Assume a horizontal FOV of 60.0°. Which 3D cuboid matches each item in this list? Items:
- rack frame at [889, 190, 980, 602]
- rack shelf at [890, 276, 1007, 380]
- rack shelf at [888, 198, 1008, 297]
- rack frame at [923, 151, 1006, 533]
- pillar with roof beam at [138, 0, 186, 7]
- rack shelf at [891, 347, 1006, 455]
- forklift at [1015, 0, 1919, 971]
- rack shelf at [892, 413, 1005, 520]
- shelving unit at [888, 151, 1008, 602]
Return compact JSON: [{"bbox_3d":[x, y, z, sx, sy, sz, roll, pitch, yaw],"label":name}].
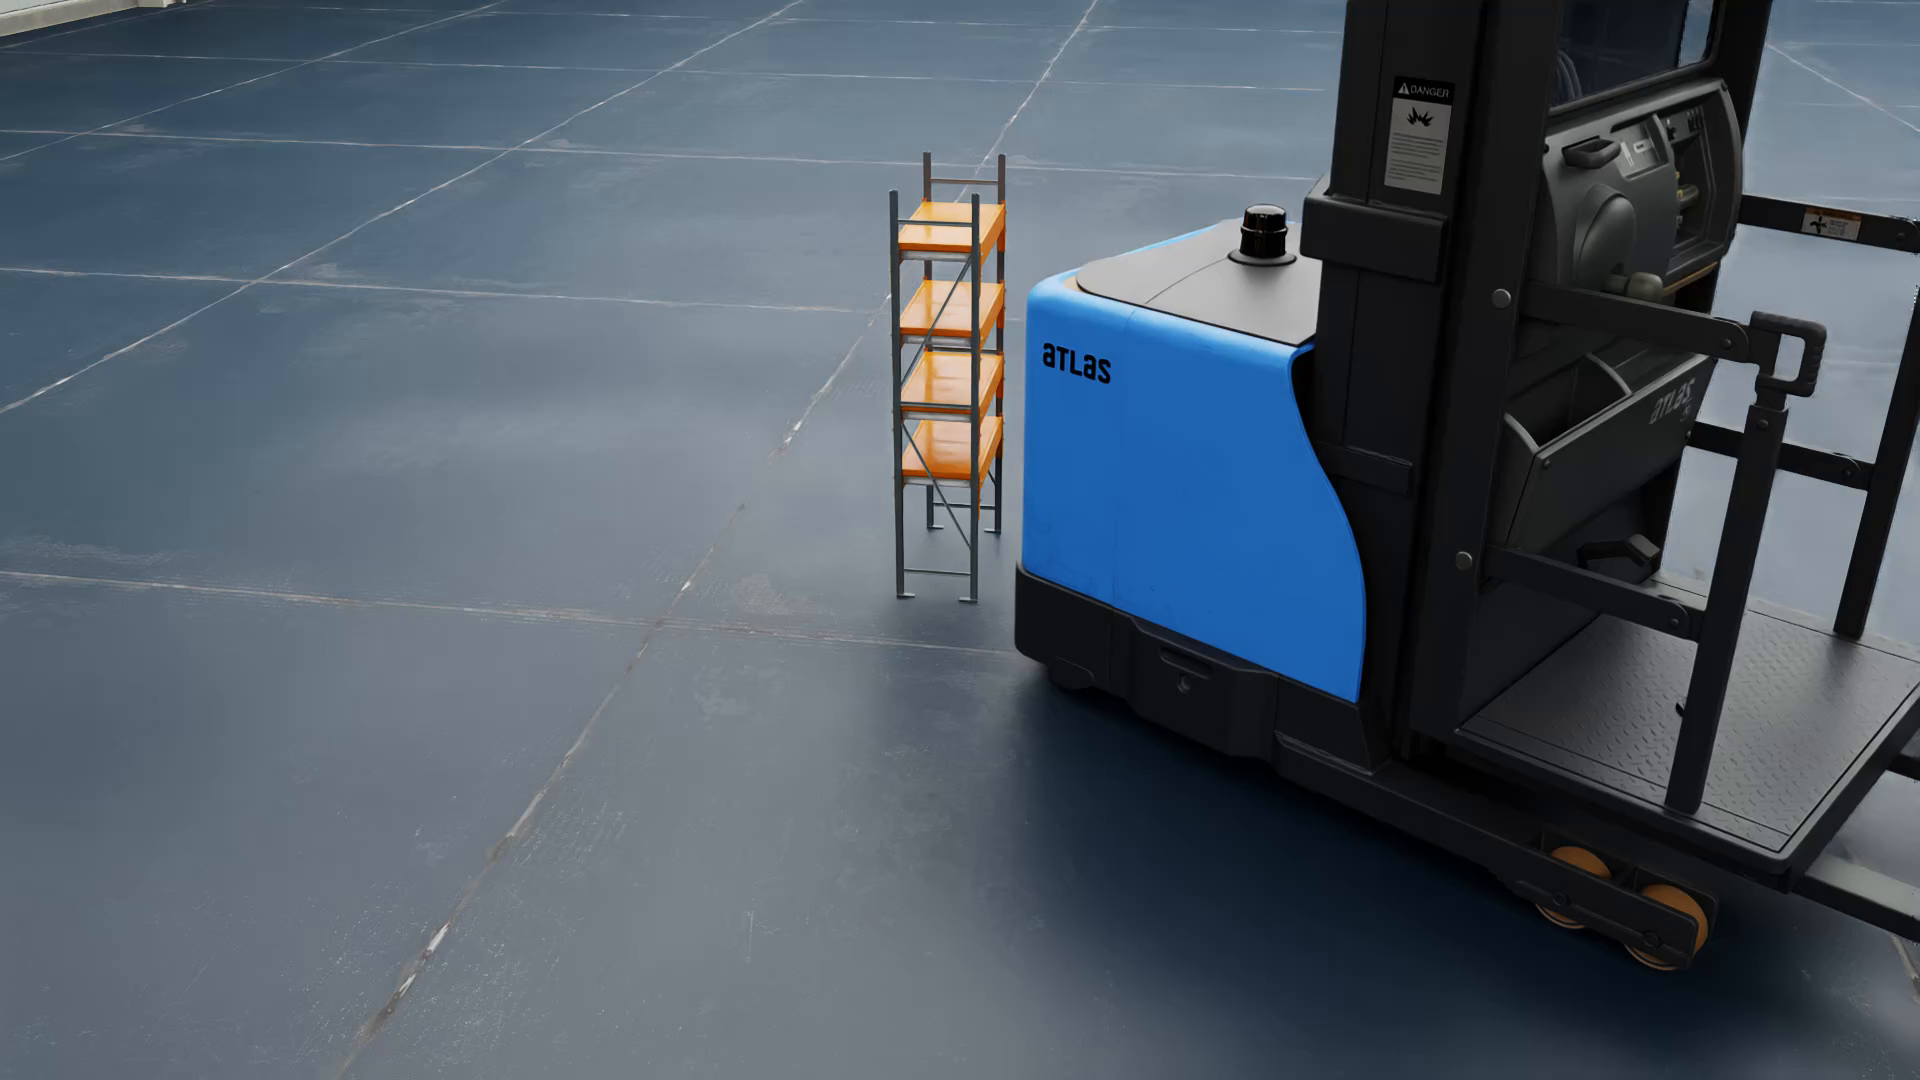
[{"bbox_3d":[-0.067,-0.372,4.630,0.240,1.200,0.015,4,25,9],"label":"rack frame"},{"bbox_3d":[-0.027,-0.616,4.781,0.258,0.148,0.480,4,25,9],"label":"rack shelf"},{"bbox_3d":[-0.027,-0.830,4.681,0.258,0.148,0.480,4,25,9],"label":"rack shelf"},{"bbox_3d":[0.013,-0.576,5.066,0.240,1.200,0.015,4,25,9],"label":"rack frame"},{"bbox_3d":[-3.839,-9.200,14.290,9.100,9.000,0.400,4,25,9],"label":"pillar with roof beam"},{"bbox_3d":[-0.027,-0.413,4.876,0.258,0.148,0.480,4,25,9],"label":"rack shelf"},{"bbox_3d":[1.567,-0.705,3.299,3.031,2.935,1.130,22,33,38],"label":"forklift"},{"bbox_3d":[-0.027,-0.233,4.960,0.258,0.148,0.480,4,25,9],"label":"rack shelf"},{"bbox_3d":[-0.027,-0.474,4.848,0.258,1.200,0.503,4,25,9],"label":"shelving unit"}]
